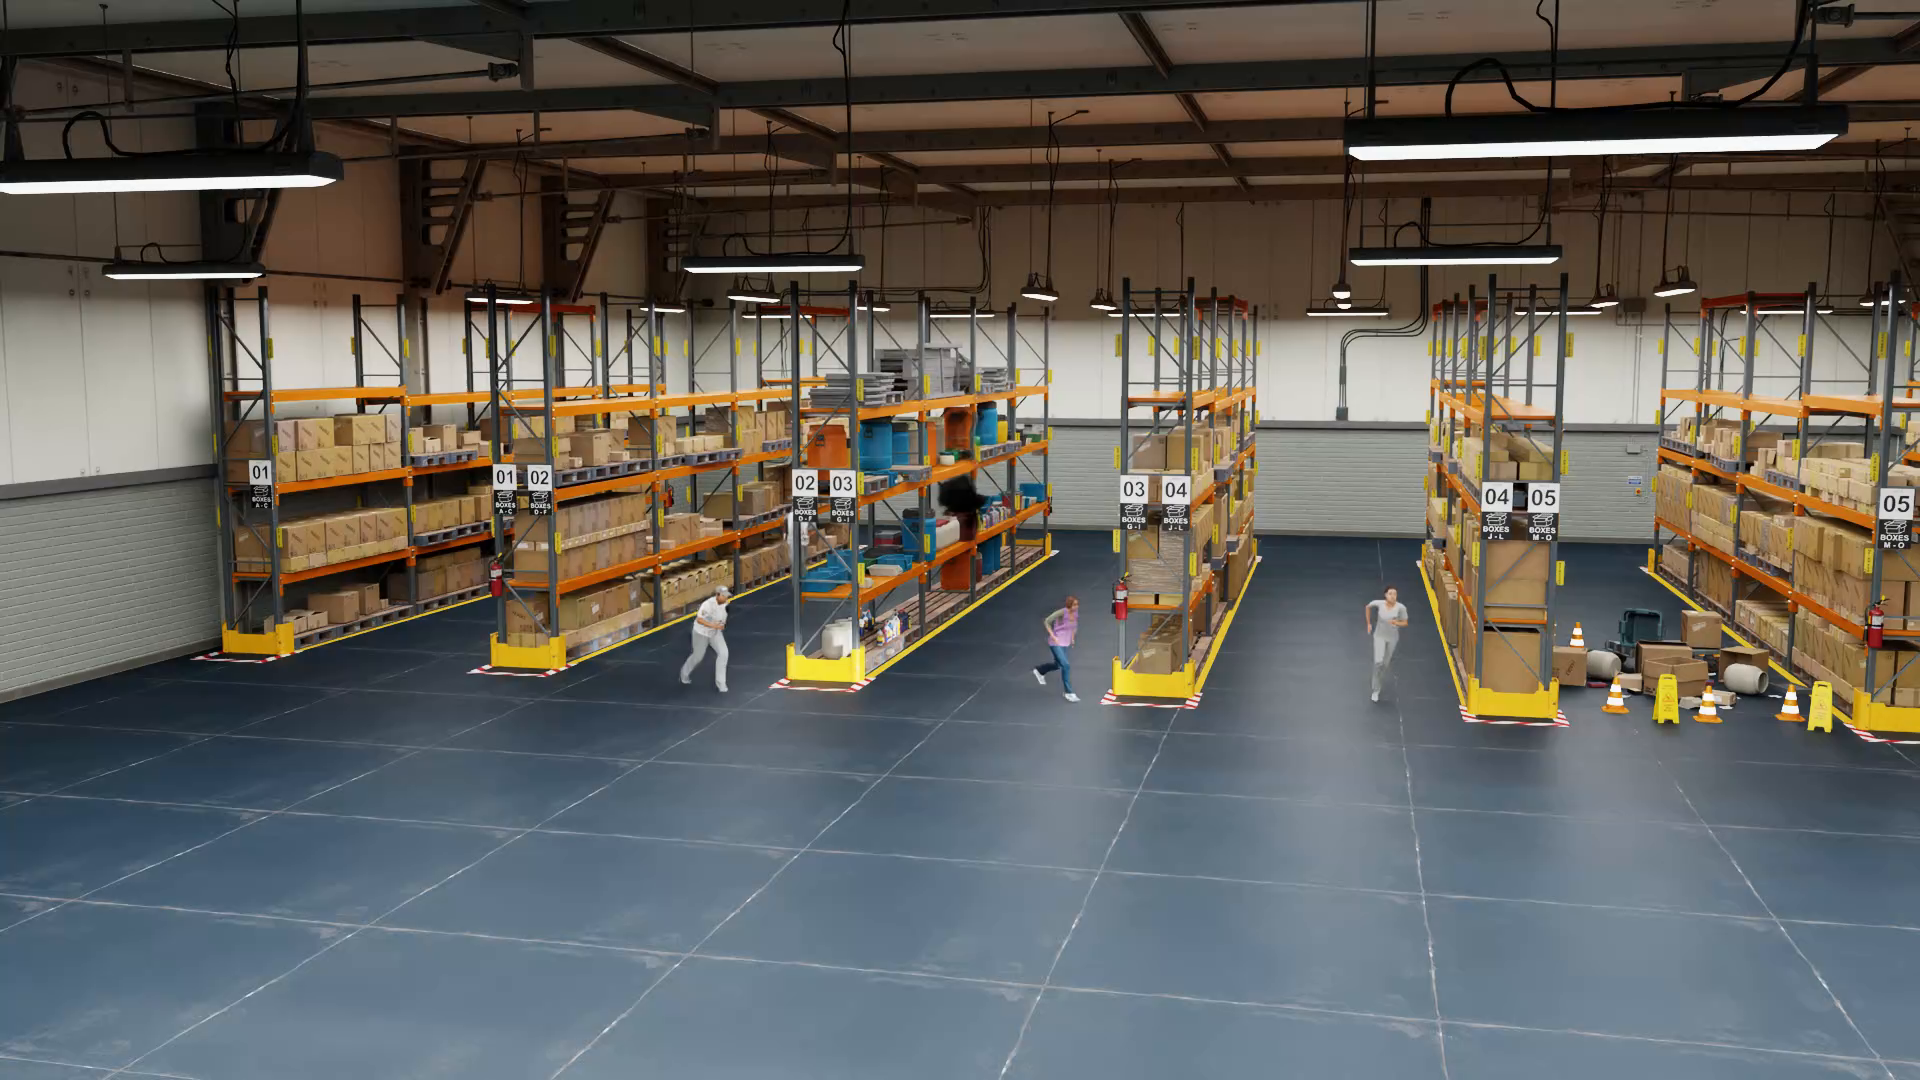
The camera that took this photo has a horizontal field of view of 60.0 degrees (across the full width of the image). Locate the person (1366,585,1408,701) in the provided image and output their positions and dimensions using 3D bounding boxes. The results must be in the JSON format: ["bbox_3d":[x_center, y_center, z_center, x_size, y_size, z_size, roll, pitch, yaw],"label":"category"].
[{"bbox_3d":[6.121,1.473,23.917,0.556,1.713,0.803,1,7,5],"label":"person"}]

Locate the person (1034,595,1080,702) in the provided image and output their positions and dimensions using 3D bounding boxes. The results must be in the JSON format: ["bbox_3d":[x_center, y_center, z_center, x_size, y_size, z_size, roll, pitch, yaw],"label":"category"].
[{"bbox_3d":[1.366,1.526,23.905,0.558,1.549,0.895,-5,8,-37],"label":"person"}]

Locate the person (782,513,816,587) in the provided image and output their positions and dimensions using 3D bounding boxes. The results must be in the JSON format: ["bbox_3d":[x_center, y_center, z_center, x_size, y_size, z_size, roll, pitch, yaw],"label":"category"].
[{"bbox_3d":[-3.124,0.132,32.320,0.685,1.825,0.898,0,7,-1],"label":"person"}]

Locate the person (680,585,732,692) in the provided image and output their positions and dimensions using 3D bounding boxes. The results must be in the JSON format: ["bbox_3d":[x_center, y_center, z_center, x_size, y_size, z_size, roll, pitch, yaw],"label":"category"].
[{"bbox_3d":[-3.734,1.441,24.516,1.031,1.627,0.649,5,8,35],"label":"person"}]
